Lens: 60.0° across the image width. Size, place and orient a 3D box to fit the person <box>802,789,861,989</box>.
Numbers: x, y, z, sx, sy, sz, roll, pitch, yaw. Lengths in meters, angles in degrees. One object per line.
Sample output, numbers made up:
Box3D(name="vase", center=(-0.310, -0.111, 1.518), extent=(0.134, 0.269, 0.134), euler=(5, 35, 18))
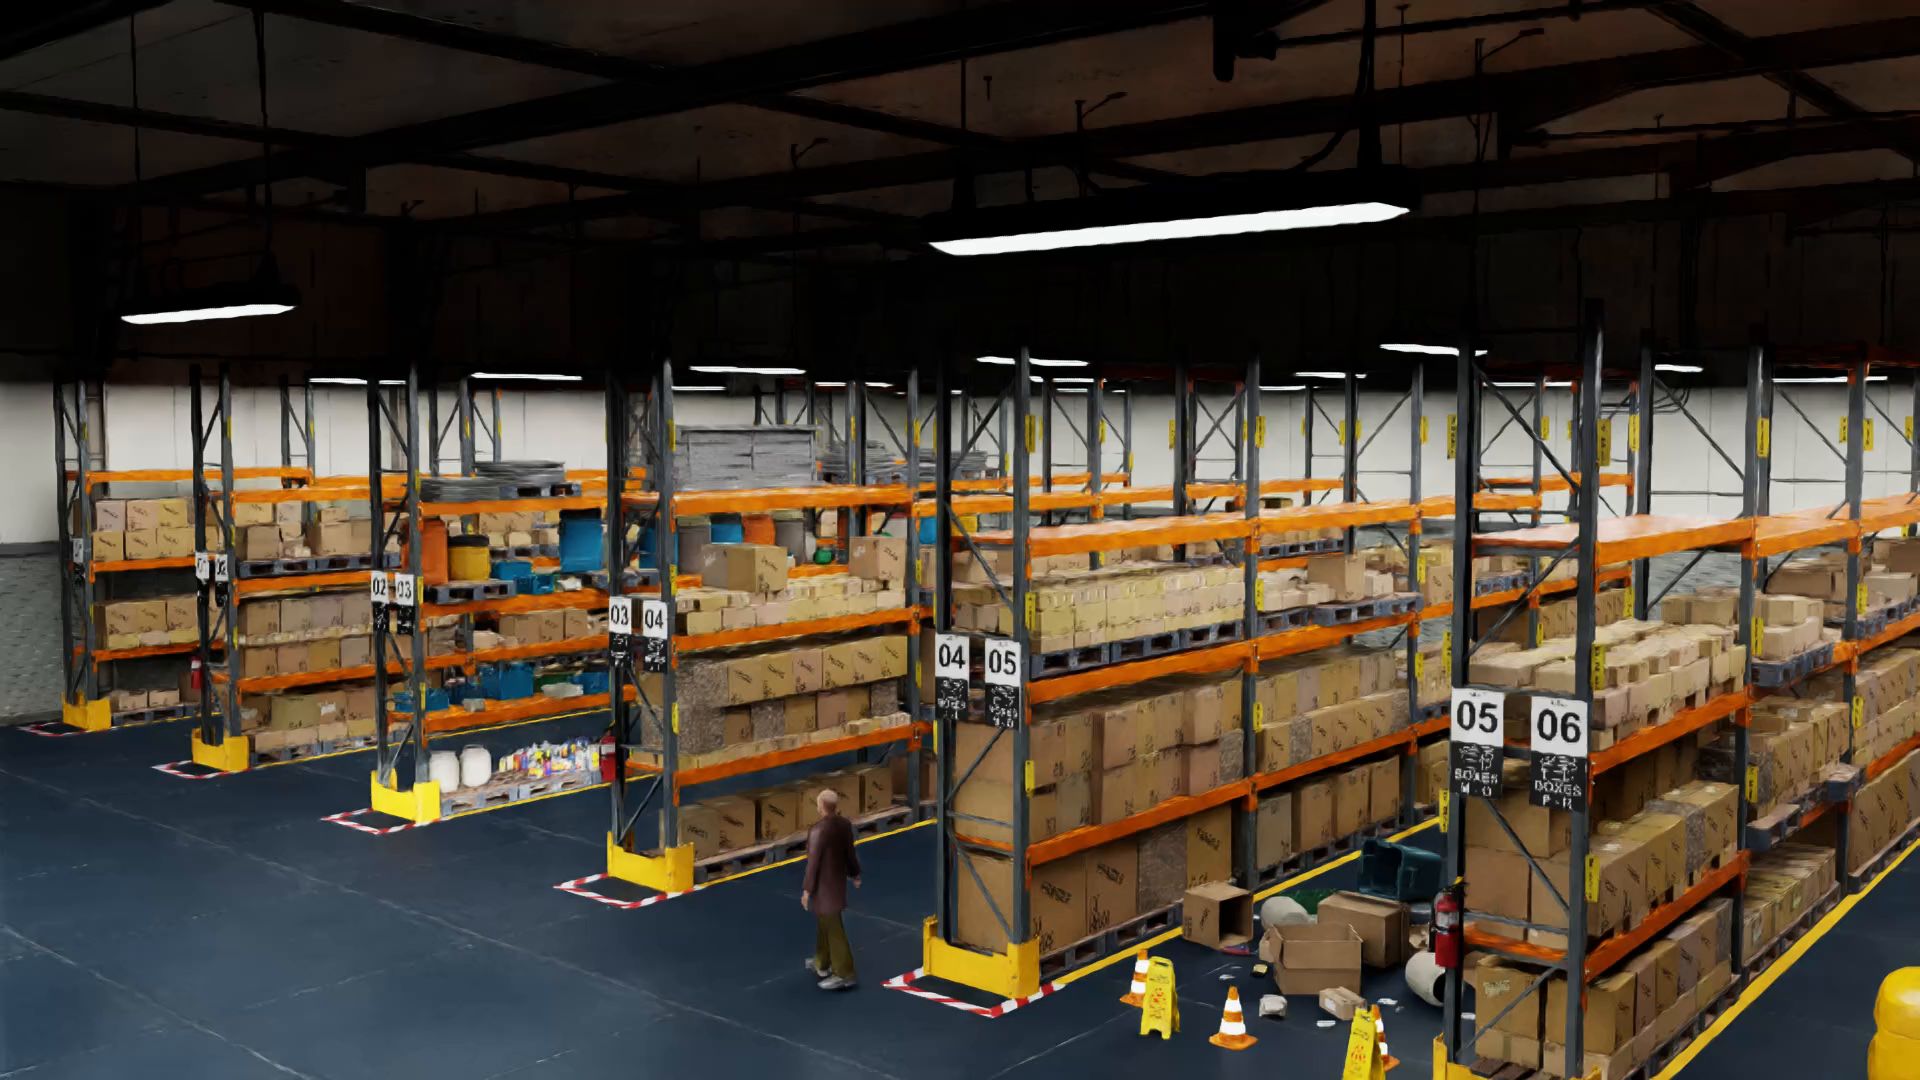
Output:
Box3D(name="person", center=(-1.206, 3.168, 15.357), extent=(0.712, 1.769, 0.798), euler=(2, 5, 26))

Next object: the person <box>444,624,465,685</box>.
Box3D(name="person", center=(-9.460, 2.152, 30.773), extent=(0.546, 1.548, 1.105), euler=(3, 5, 38))
